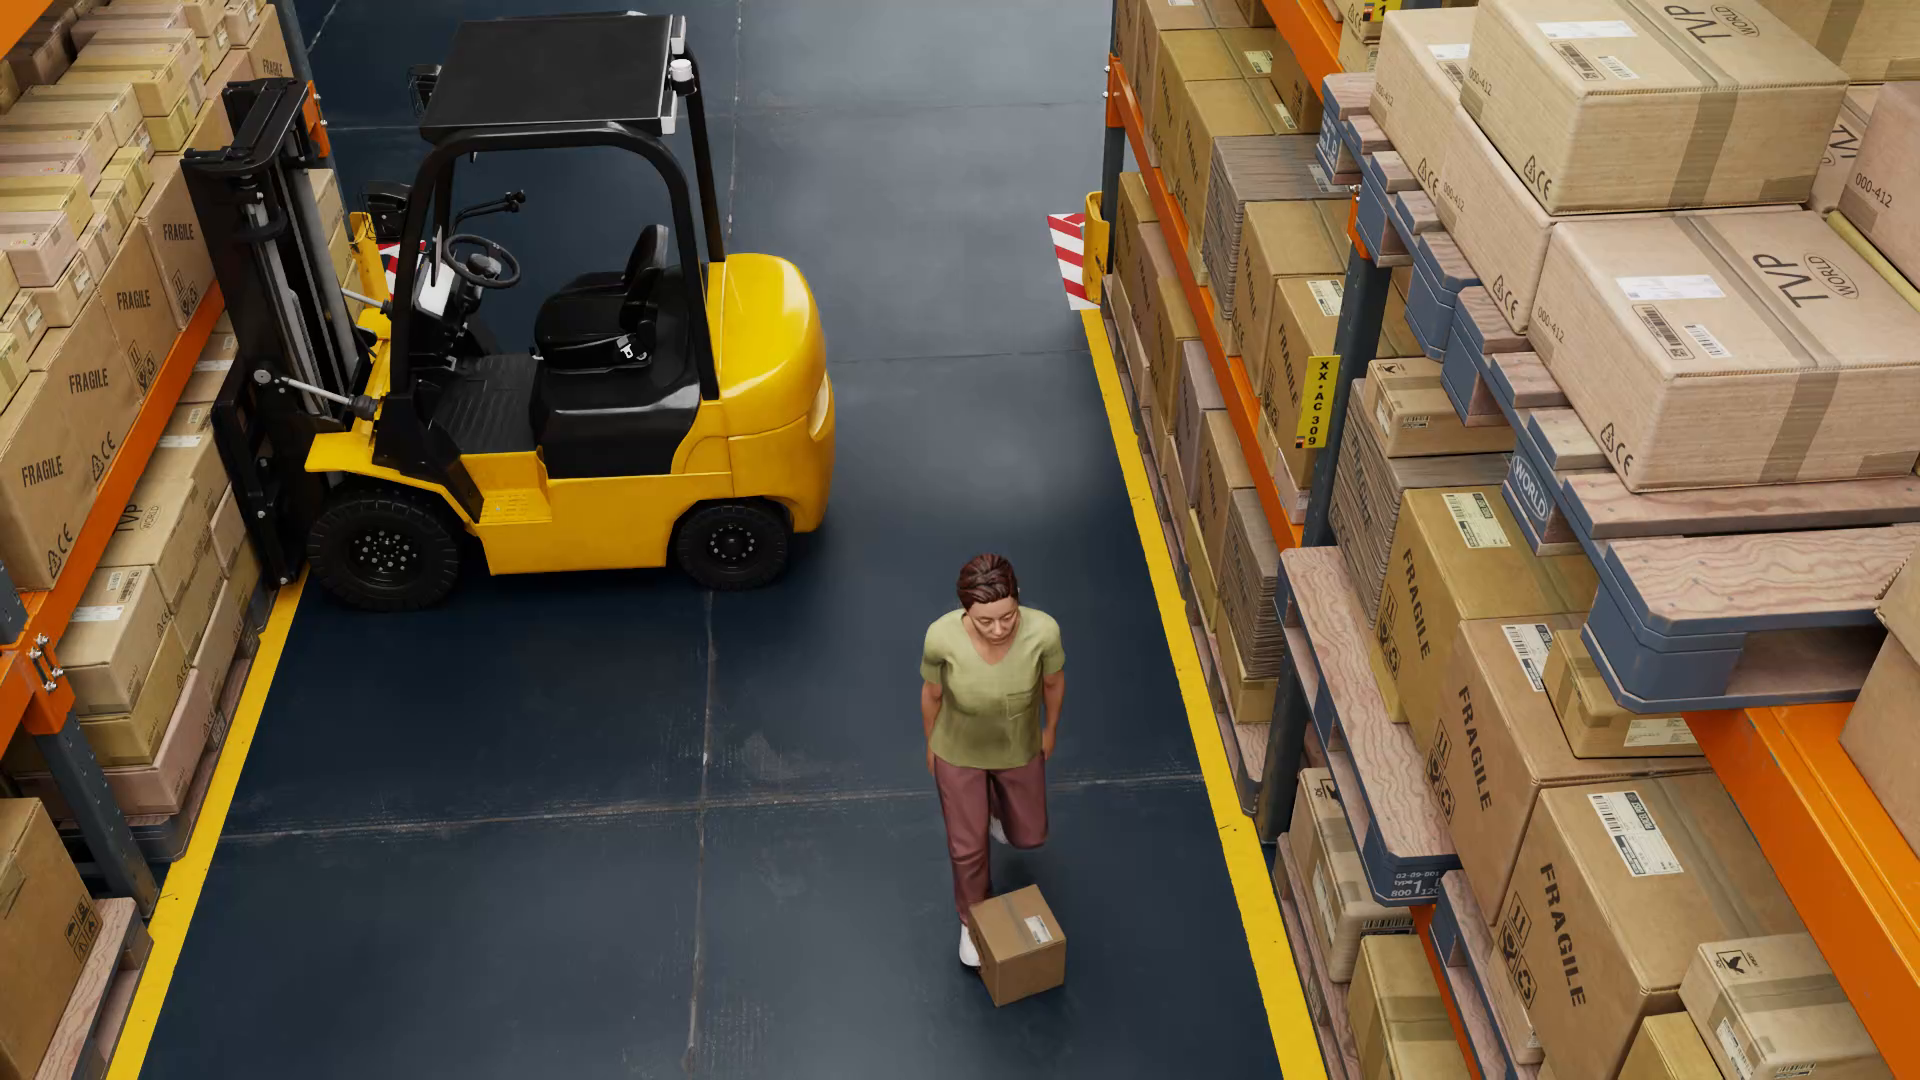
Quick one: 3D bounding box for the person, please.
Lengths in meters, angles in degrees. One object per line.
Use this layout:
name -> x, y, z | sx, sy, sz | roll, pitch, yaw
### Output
person -> 0.099, 0.617, 5.380 | 0.457, 1.654, 0.670 | -3, 39, -3
